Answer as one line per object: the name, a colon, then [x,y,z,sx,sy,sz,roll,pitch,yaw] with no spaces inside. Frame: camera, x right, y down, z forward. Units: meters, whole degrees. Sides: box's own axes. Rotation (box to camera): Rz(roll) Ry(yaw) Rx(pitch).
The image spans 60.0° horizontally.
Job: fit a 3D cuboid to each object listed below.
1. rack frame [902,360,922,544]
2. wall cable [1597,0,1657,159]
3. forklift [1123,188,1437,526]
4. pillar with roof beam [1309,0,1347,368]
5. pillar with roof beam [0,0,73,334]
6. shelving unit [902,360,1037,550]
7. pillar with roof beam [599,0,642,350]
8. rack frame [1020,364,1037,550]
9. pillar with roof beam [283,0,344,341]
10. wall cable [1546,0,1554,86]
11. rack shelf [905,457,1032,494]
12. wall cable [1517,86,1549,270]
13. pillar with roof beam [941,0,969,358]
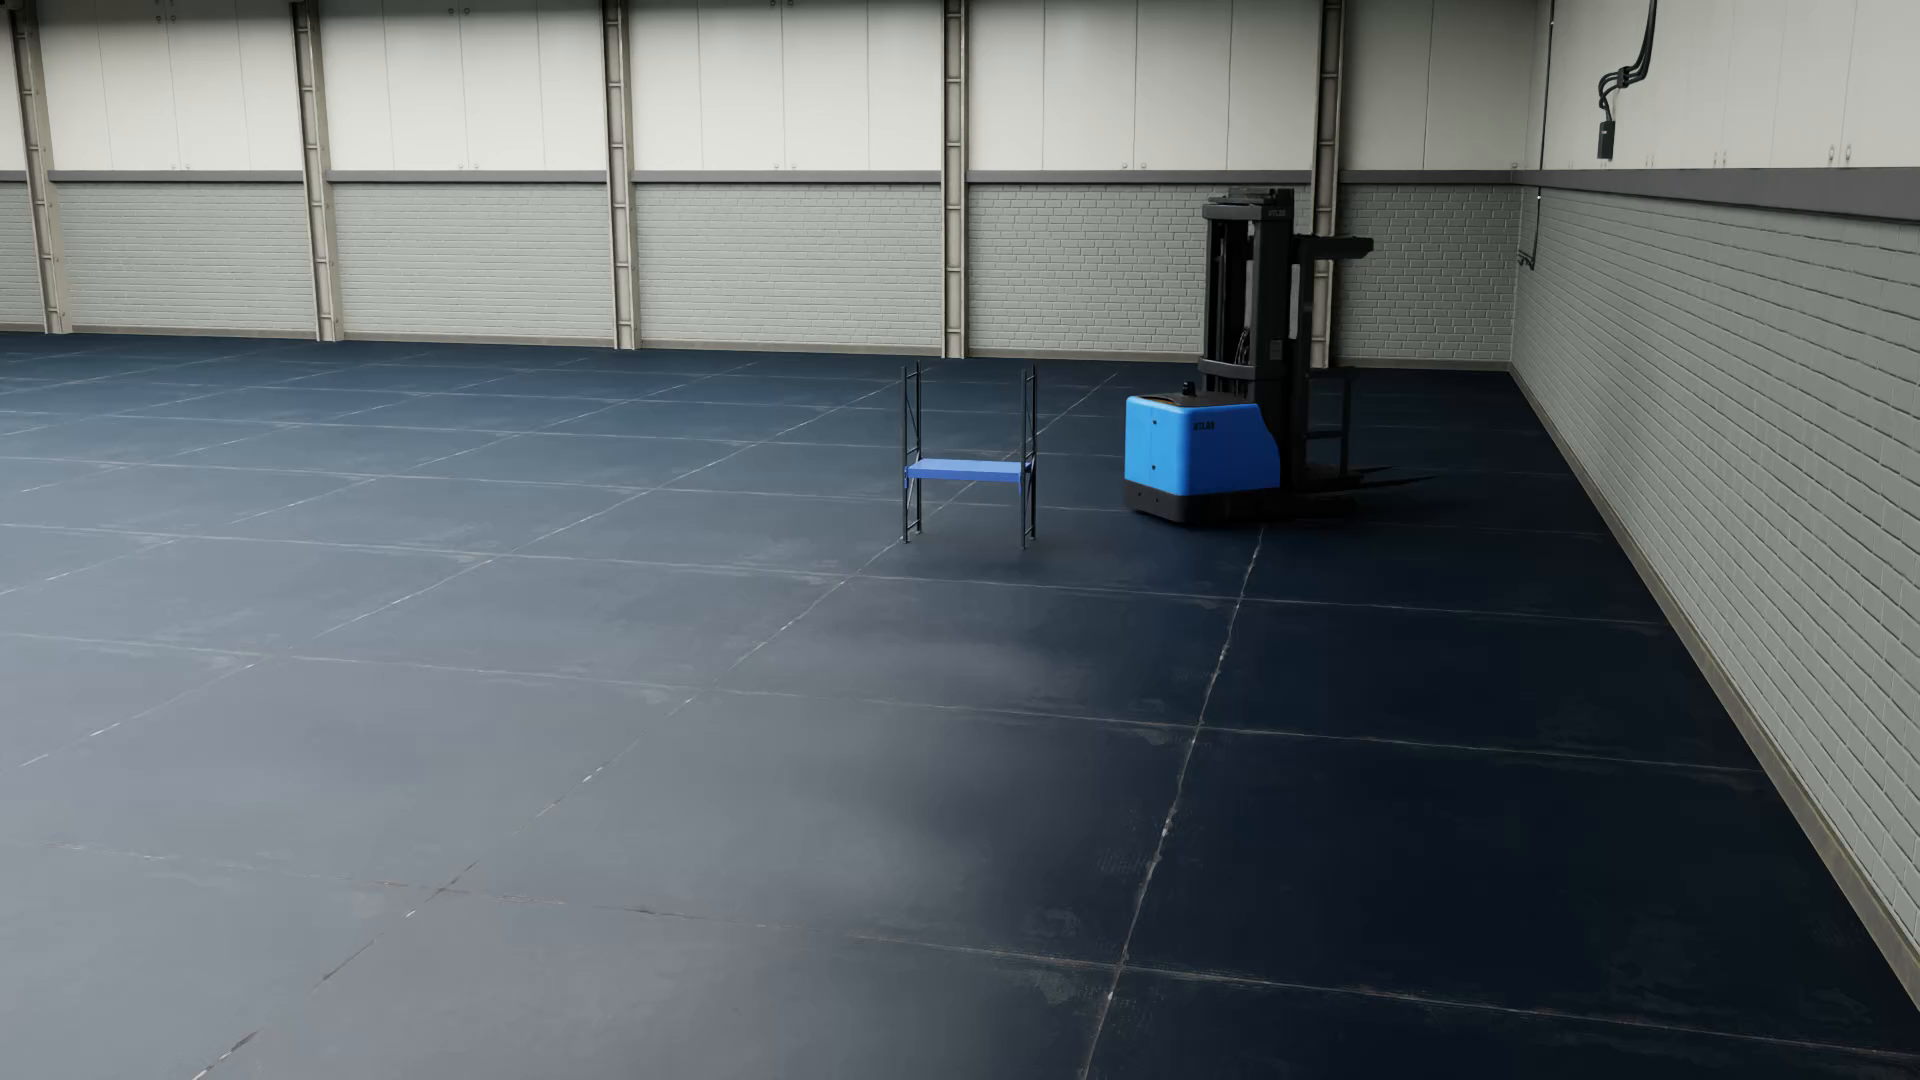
rack frame: [-0.411,-0.754,14.170,0.032,1.500,0.500,3,13,14]
wall cable: [5.995,-6.417,14.530,0.169,6.003,2.305,3,13,14]
forklift: [3.066,-1.748,15.344,3.031,2.935,1.130,-6,14,-25]
pillar with roof beam: [4.710,-6.278,21.754,0.400,9.000,9.100,3,13,14]
pillar with roof beam: [-18.591,-7.523,27.368,0.548,9.000,9.100,3,13,14]
shelving unit: [0.083,-0.728,14.051,1.048,1.500,0.538,3,13,14]
pillar with roof beam: [-6.940,-6.901,24.561,0.400,9.000,9.100,3,13,14]
rack frame: [0.576,-0.701,13.932,0.032,1.500,0.500,3,13,14]
pillar with roof beam: [-12.766,-7.212,25.965,0.548,9.000,9.100,3,13,14]
wall cable: [7.637,-7.133,21.117,0.112,2.526,3.097,3,13,14]
rack shelf: [0.083,-0.552,14.090,1.000,0.185,0.538,3,13,14]
wall cable: [8.285,-5.236,24.229,0.112,2.526,3.097,3,13,14]
pillar with roof beam: [-1.115,-6.589,23.158,0.400,9.000,9.100,3,13,14]
